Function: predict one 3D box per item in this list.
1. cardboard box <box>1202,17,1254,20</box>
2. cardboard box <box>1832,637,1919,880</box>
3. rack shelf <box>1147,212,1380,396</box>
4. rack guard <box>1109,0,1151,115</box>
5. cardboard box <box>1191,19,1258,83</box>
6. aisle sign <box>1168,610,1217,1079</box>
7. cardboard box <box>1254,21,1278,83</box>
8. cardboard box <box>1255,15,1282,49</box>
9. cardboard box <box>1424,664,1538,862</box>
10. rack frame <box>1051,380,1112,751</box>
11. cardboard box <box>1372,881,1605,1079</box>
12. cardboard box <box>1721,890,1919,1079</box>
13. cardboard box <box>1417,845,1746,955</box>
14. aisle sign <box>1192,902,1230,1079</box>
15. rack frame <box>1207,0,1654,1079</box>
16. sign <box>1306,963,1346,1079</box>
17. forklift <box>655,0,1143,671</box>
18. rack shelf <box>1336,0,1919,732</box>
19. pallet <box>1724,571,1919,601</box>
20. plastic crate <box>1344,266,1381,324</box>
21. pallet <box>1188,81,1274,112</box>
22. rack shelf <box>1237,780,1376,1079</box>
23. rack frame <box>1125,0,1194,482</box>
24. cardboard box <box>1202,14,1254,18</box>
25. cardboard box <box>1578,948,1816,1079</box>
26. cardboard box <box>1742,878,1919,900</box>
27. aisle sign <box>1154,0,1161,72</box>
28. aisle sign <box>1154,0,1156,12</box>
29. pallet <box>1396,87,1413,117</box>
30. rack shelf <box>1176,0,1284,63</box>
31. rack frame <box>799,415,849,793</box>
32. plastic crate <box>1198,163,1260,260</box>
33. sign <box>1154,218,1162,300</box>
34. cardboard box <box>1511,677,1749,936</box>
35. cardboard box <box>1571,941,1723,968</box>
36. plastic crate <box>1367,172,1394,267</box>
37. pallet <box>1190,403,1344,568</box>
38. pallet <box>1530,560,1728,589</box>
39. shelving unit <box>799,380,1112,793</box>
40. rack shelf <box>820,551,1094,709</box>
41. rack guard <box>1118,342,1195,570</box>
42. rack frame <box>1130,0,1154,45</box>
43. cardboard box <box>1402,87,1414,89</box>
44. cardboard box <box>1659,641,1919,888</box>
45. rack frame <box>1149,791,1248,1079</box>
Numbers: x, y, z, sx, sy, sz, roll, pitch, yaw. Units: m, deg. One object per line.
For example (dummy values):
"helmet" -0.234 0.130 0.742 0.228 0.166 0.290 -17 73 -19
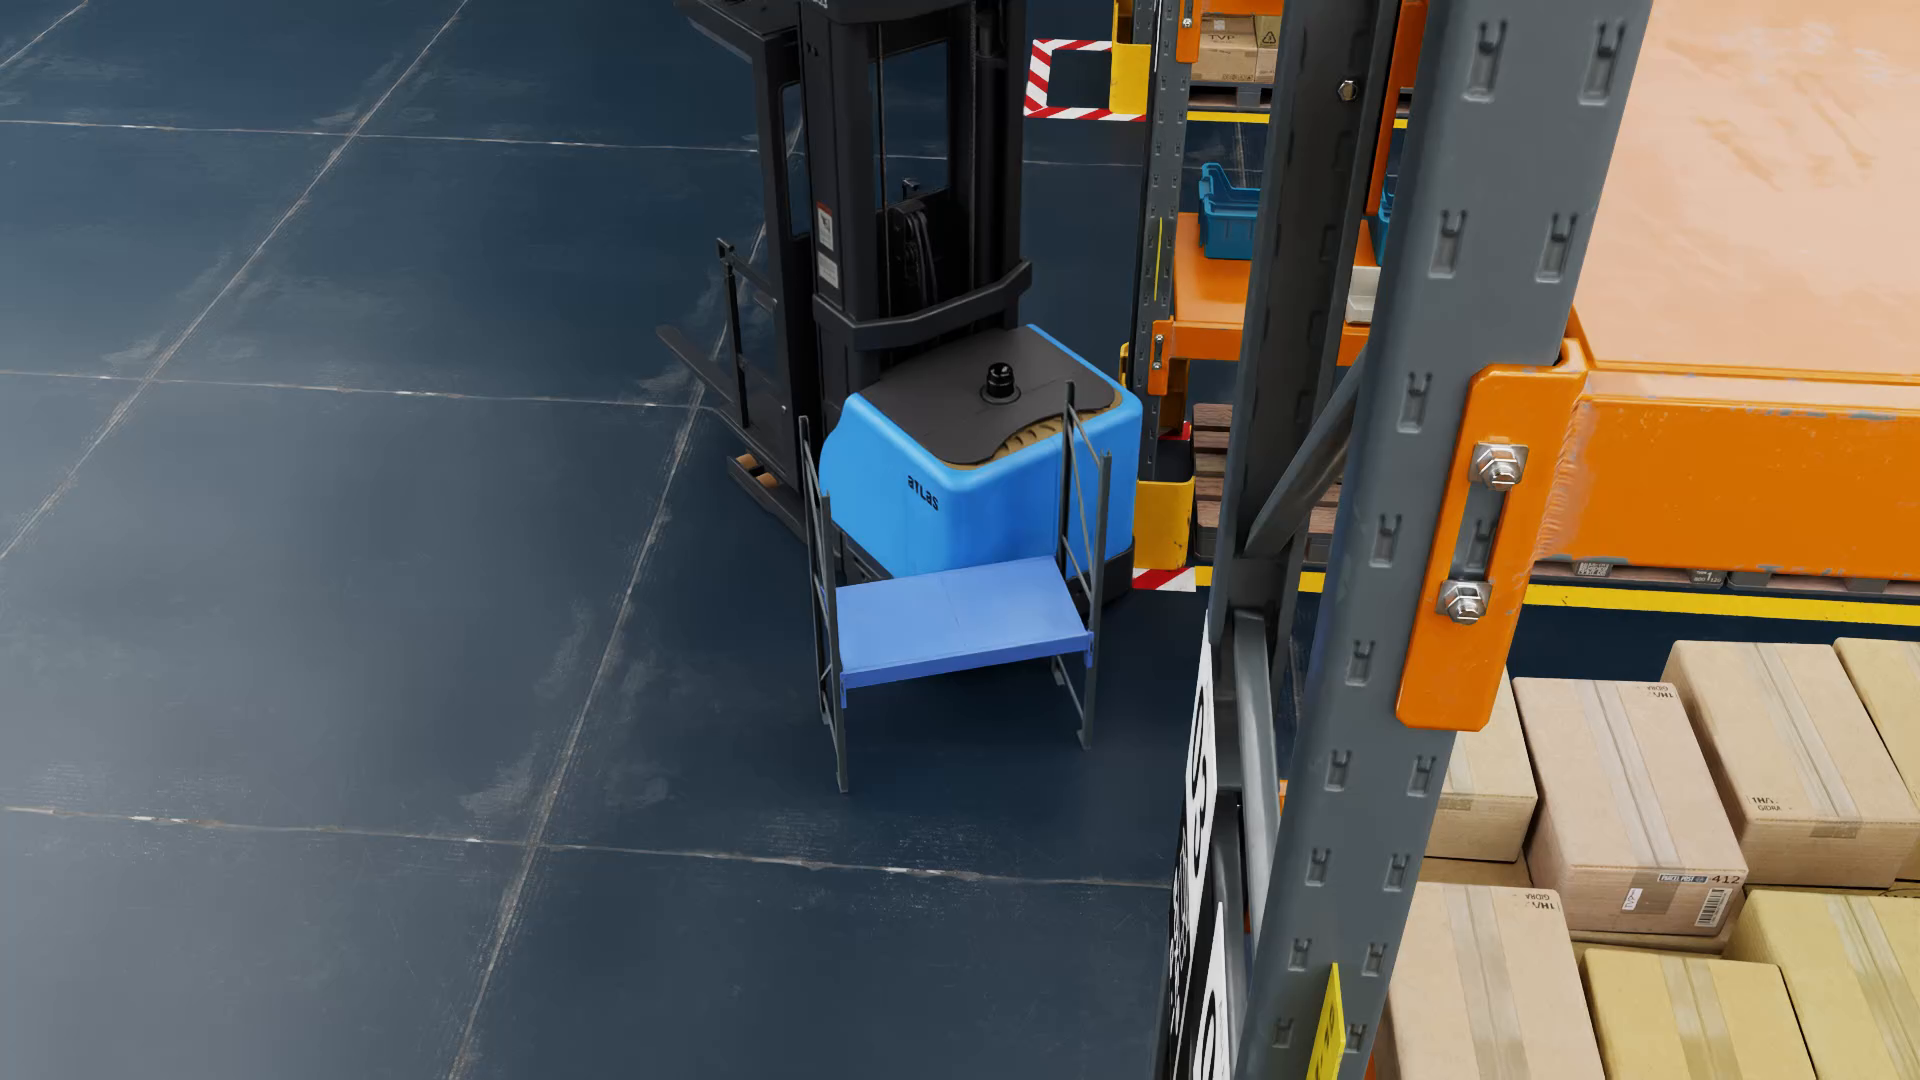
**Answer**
"cardboard box" 1.842 -3.739 11.984 0.500 0.250 0.500 3 39 4
"cardboard box" 1.511 0.336 2.559 0.250 0.149 0.380 3 39 4
"rack shelf" 2.844 -0.983 7.322 4.000 0.370 1.077 3 39 4
"rack guard" 1.259 -3.518 11.847 0.348 0.500 1.175 3 39 4
"cardboard box" 1.798 -3.413 11.584 0.500 0.250 0.500 3 39 4
"aisle sign" 0.388 0.544 2.817 0.004 0.787 0.394 3 39 4
"cardboard box" 2.296 -3.389 11.553 0.500 0.250 0.500 3 39 4
"cardboard box" 2.296 -3.678 11.315 0.500 0.500 0.500 3 39 4
"cardboard box" 0.728 0.303 2.599 0.250 0.149 0.380 3 39 4
"rack frame" 0.469 0.131 6.571 0.032 1.500 0.500 -8 40 -10
"cardboard box" 0.679 0.645 2.179 0.250 0.149 0.380 3 39 4
"cardboard box" 1.191 0.656 2.166 0.250 0.149 0.380 2 39 3
"cardboard box" 0.926 0.505 2.666 0.500 0.250 0.500 4 39 5
"aisle sign" 0.337 0.921 2.353 0.004 0.787 0.394 3 39 4
"rack frame" 0.424 -0.583 1.508 0.127 3.000 1.000 3 39 4
"sign" 0.378 0.583 1.760 0.005 0.325 0.100 3 39 4
"forklift" -0.489 -1.459 7.391 1.130 2.935 3.031 -25 45 -27
"rack shelf" 2.417 -0.194 1.602 4.000 0.370 1.077 3 39 4
"pallet" 4.171 -0.135 7.919 1.213 0.211 1.003 3 39 4
"plastic crate" 1.715 -1.018 7.004 0.250 0.136 0.298 3 39 4
"pallet" 2.048 -3.389 11.917 1.213 0.211 1.003 3 39 4
"rack shelf" 2.417 0.969 2.548 4.000 0.370 1.077 3 39 4
"rack frame" 0.852 -1.371 7.229 0.127 3.000 1.000 3 39 4
"cardboard box" 1.843 -4.031 11.749 0.500 0.500 0.500 3 39 4
"cardboard box" 0.929 0.720 2.087 0.250 0.149 0.380 4 39 5
"cardboard box" 1.424 0.531 2.635 0.500 0.250 0.500 3 39 4
"aisle sign" 0.755 -2.199 6.187 0.004 0.787 0.394 3 39 4
"aisle sign" 0.805 -2.570 6.642 0.004 0.787 0.394 3 39 4
"pallet" 3.260 -3.321 11.834 1.213 0.211 1.003 3 39 4
"rack shelf" 2.844 -2.146 6.375 4.000 0.370 1.077 3 39 4
"rack frame" -0.520 0.279 6.390 0.032 1.500 0.500 -8 40 -10
"plastic crate" 1.376 -1.474 7.473 0.616 0.251 0.499 3 39 4
"sign" 0.800 -1.133 6.717 0.005 0.325 0.100 3 39 4
"cardboard box" 0.977 0.391 2.491 0.250 0.149 0.380 2 39 2
"cardboard box" 0.882 0.828 2.270 0.500 0.250 0.500 4 39 5
"plastic crate" 2.023 -1.435 7.426 0.408 0.251 0.499 3 39 4
"pallet" 1.740 -0.267 8.082 1.213 0.211 1.003 3 39 4
"pallet" 2.952 -0.199 7.998 1.213 0.211 1.003 3 39 4
"shelving unit" -0.025 0.205 6.480 1.048 1.500 0.538 -8 40 -10
"rack shelf" -0.025 0.345 6.594 1.000 0.185 0.538 -8 40 -10
"rack guard" 0.931 -0.427 8.049 0.348 0.500 1.175 3 39 4
"rack frame" 1.283 -4.486 11.056 0.127 3.000 1.000 3 39 4
"cardboard box" 3.292 -3.331 11.482 0.500 0.250 0.500 3 39 4
"cardboard box" 1.259 0.337 2.557 0.250 0.149 0.380 2 39 2
"rack frame" 0.424 1.744 3.402 0.127 3.000 1.000 3 39 4
